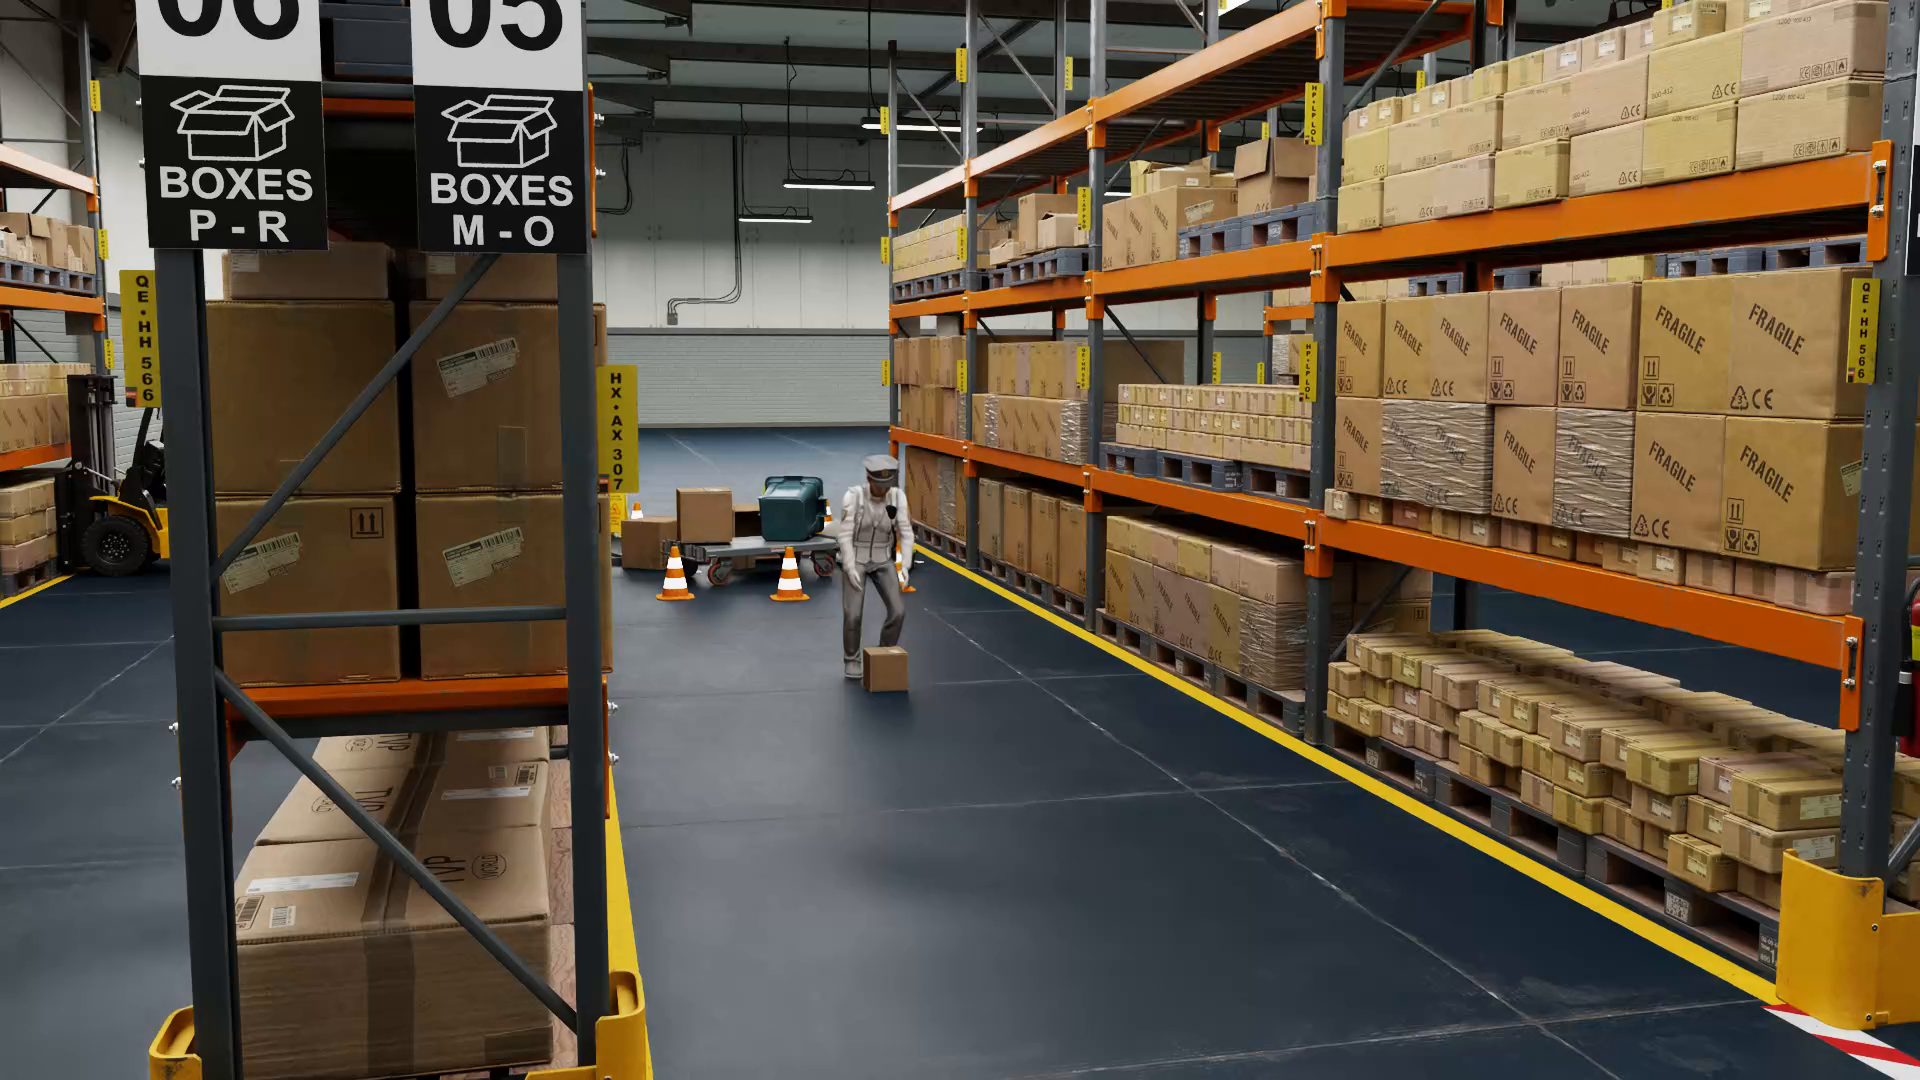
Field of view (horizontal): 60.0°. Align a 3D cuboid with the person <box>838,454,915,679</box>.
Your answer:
[{"bbox_3d":[-0.568,0.177,11.272,0.527,1.522,0.591,-1,6,-13],"label":"person"}]
